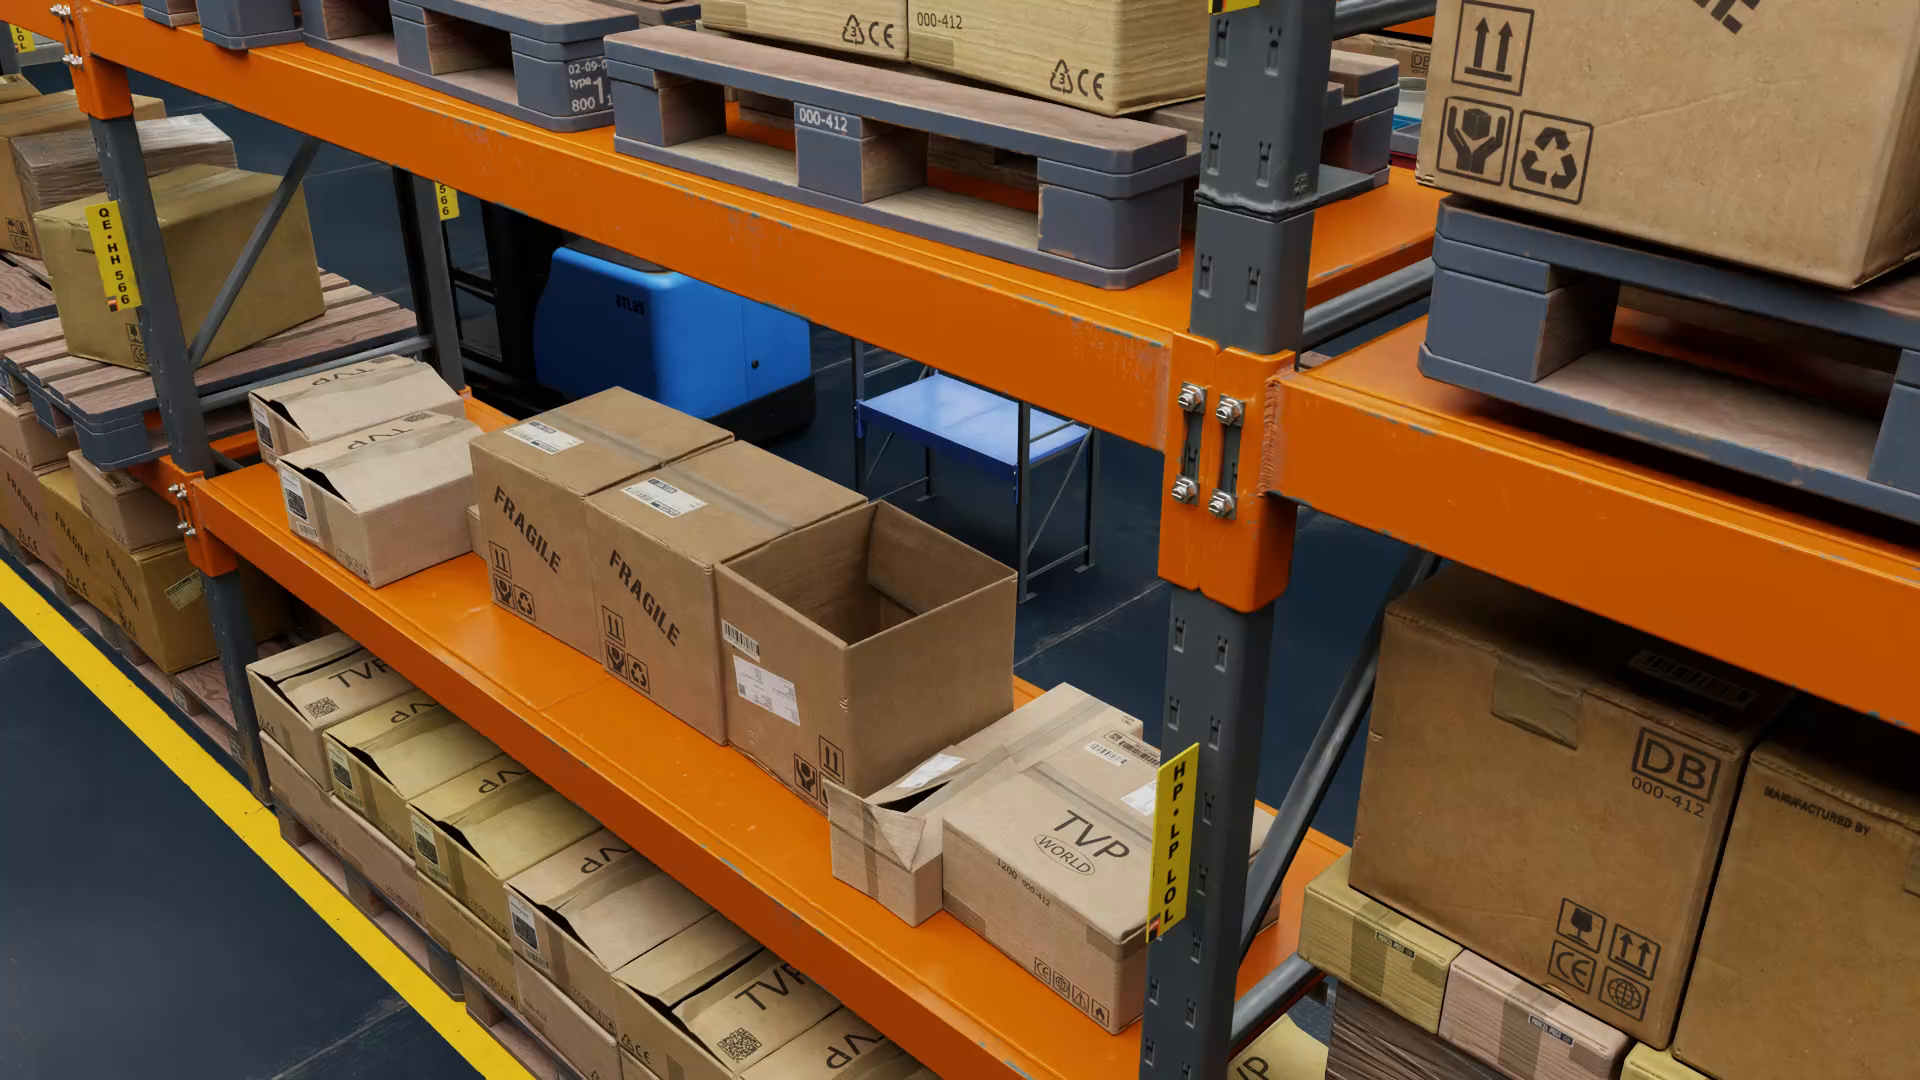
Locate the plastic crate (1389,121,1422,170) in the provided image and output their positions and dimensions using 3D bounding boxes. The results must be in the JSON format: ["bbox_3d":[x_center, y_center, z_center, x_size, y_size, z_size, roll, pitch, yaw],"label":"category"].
[{"bbox_3d":[2.255,-1.596,7.493,0.583,0.464,0.402,25,36,38],"label":"plastic crate"}]

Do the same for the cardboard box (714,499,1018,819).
[{"bbox_3d":[-0.218,0.279,3.888,0.500,0.500,0.500,-22,35,-36],"label":"cardboard box"}]

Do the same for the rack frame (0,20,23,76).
[{"bbox_3d":[-5.011,-1.859,8.062,0.127,3.000,1.000,25,36,38],"label":"rack frame"}]

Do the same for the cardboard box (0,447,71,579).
[{"bbox_3d":[-3.737,-0.207,7.134,0.500,0.500,0.500,23,35,37],"label":"cardboard box"}]

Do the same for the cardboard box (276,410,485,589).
[{"bbox_3d":[-1.656,-0.158,4.923,0.500,0.311,0.500,24,36,38],"label":"cardboard box"}]

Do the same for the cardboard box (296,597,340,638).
[{"bbox_3d":[-2.282,0.115,6.522,0.500,0.500,0.500,-23,36,-37],"label":"cardboard box"}]

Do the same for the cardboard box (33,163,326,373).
[{"bbox_3d":[-2.686,-0.952,5.778,0.500,0.500,0.700,12,30,22],"label":"cardboard box"}]

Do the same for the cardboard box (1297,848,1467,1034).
[{"bbox_3d":[0.750,0.572,2.634,0.250,0.149,0.380,25,36,38],"label":"cardboard box"}]

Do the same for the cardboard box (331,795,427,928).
[{"bbox_3d":[-1.632,0.910,5.300,0.500,0.250,0.500,23,36,37],"label":"cardboard box"}]

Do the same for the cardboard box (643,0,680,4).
[{"bbox_3d":[-0.626,-1.340,3.562,0.500,0.250,0.500,21,34,34],"label":"cardboard box"}]

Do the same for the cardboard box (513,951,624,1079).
[{"bbox_3d":[-0.891,1.245,4.663,0.500,0.250,0.500,-24,36,-38],"label":"cardboard box"}]

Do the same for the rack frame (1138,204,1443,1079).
[{"bbox_3d":[0.694,0.752,3.098,0.127,3.000,1.000,25,36,38],"label":"rack frame"}]

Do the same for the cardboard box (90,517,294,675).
[{"bbox_3d":[-2.990,0.131,6.491,0.500,0.500,0.500,-24,36,-37],"label":"cardboard box"}]

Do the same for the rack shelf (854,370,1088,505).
[{"bbox_3d":[0.061,-0.477,7.432,1.000,0.185,0.538,25,36,38],"label":"rack shelf"}]

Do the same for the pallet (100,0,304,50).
[{"bbox_3d":[-1.612,-1.606,4.561,1.213,0.211,1.003,-23,36,-37],"label":"pallet"}]

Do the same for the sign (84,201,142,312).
[{"bbox_3d":[-2.532,-0.848,4.980,0.005,0.325,0.100,25,36,38],"label":"sign"}]

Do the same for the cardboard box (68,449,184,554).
[{"bbox_3d":[-3.033,-0.218,6.349,0.500,0.250,0.500,-24,36,-37],"label":"cardboard box"}]

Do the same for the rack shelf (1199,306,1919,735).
[{"bbox_3d":[2.120,0.395,1.326,4.000,0.370,1.077,25,36,38],"label":"rack shelf"}]

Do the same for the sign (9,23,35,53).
[{"bbox_3d":[-4.624,-2.557,8.145,0.005,0.325,0.100,25,36,38],"label":"sign"}]

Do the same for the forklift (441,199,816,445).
[{"bbox_3d":[-2.217,-2.169,8.726,3.031,2.935,1.130,21,35,35],"label":"forklift"}]

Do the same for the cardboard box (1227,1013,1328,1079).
[{"bbox_3d":[0.574,1.317,3.923,0.500,0.311,0.500,25,37,39],"label":"cardboard box"}]

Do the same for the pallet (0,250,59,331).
[{"bbox_3d":[-3.548,-1.102,6.828,1.213,0.211,1.003,25,36,38],"label":"pallet"}]

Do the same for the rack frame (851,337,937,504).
[{"bbox_3d":[-0.302,-0.802,7.663,0.032,1.500,0.500,25,36,38],"label":"rack frame"}]

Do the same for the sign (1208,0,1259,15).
[{"bbox_3d":[0.321,-0.761,1.857,0.005,0.325,0.100,25,36,38],"label":"sign"}]

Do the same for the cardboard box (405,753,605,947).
[{"bbox_3d":[-1.248,0.833,4.843,0.500,0.311,0.500,23,36,37],"label":"cardboard box"}]

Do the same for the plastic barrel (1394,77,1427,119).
[{"bbox_3d":[2.200,-1.981,8.174,0.421,0.512,0.421,0,28,0],"label":"plastic barrel"}]

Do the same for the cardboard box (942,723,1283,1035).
[{"bbox_3d":[0.312,0.672,3.410,0.500,0.250,0.500,-23,35,-36],"label":"cardboard box"}]

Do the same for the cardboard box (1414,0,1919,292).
[{"bbox_3d":[0.868,-0.616,1.767,0.500,0.500,0.500,-22,35,-35],"label":"cardboard box"}]

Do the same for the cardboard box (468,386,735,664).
[{"bbox_3d":[-0.950,-0.056,4.526,0.500,0.500,0.500,22,35,36],"label":"cardboard box"}]

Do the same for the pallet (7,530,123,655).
[{"bbox_3d":[-3.530,0.027,7.473,1.213,0.211,1.003,25,36,38],"label":"pallet"}]

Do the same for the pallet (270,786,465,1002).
[{"bbox_3d":[-1.599,0.962,5.693,1.213,0.211,1.003,25,36,38],"label":"pallet"}]

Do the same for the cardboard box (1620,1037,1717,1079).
[{"bbox_3d":[1.114,0.738,2.320,0.250,0.149,0.380,23,36,37],"label":"cardboard box"}]

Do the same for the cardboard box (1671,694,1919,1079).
[{"bbox_3d":[1.376,0.440,2.188,0.500,0.500,0.700,24,36,38],"label":"cardboard box"}]

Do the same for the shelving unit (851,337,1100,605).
[{"bbox_3d":[0.061,-0.636,7.348,1.048,1.500,0.538,25,36,38],"label":"shelving unit"}]

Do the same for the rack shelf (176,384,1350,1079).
[{"bbox_3d":[-0.732,0.417,4.506,4.000,0.370,1.077,25,36,38],"label":"rack shelf"}]

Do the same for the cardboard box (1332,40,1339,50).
[{"bbox_3d":[3.046,-3.897,13.770,0.875,0.875,1.225,23,36,37],"label":"cardboard box"}]

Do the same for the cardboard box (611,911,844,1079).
[{"bbox_3d":[-0.525,1.166,4.210,0.500,0.311,0.500,24,36,38],"label":"cardboard box"}]

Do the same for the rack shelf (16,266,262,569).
[{"bbox_3d":[-3.584,-0.888,6.988,4.000,0.370,1.077,25,36,38],"label":"rack shelf"}]

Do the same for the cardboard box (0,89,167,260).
[{"bbox_3d":[-3.707,-1.533,6.884,0.500,0.500,0.700,15,31,26],"label":"cardboard box"}]

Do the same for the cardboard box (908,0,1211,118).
[{"bbox_3d":[0.261,-0.900,2.725,0.500,0.250,0.500,-21,34,-34],"label":"cardboard box"}]

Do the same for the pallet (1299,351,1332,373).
[{"bbox_3d":[1.842,-0.696,8.847,1.213,0.211,1.003,25,36,38],"label":"pallet"}]

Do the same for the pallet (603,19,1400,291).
[{"bbox_3d":[0.056,-0.775,2.983,1.217,0.209,0.805,23,35,36],"label":"pallet"}]

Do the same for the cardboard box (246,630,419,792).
[{"bbox_3d":[-1.991,0.498,5.481,0.500,0.311,0.500,-24,36,-38],"label":"cardboard box"}]
